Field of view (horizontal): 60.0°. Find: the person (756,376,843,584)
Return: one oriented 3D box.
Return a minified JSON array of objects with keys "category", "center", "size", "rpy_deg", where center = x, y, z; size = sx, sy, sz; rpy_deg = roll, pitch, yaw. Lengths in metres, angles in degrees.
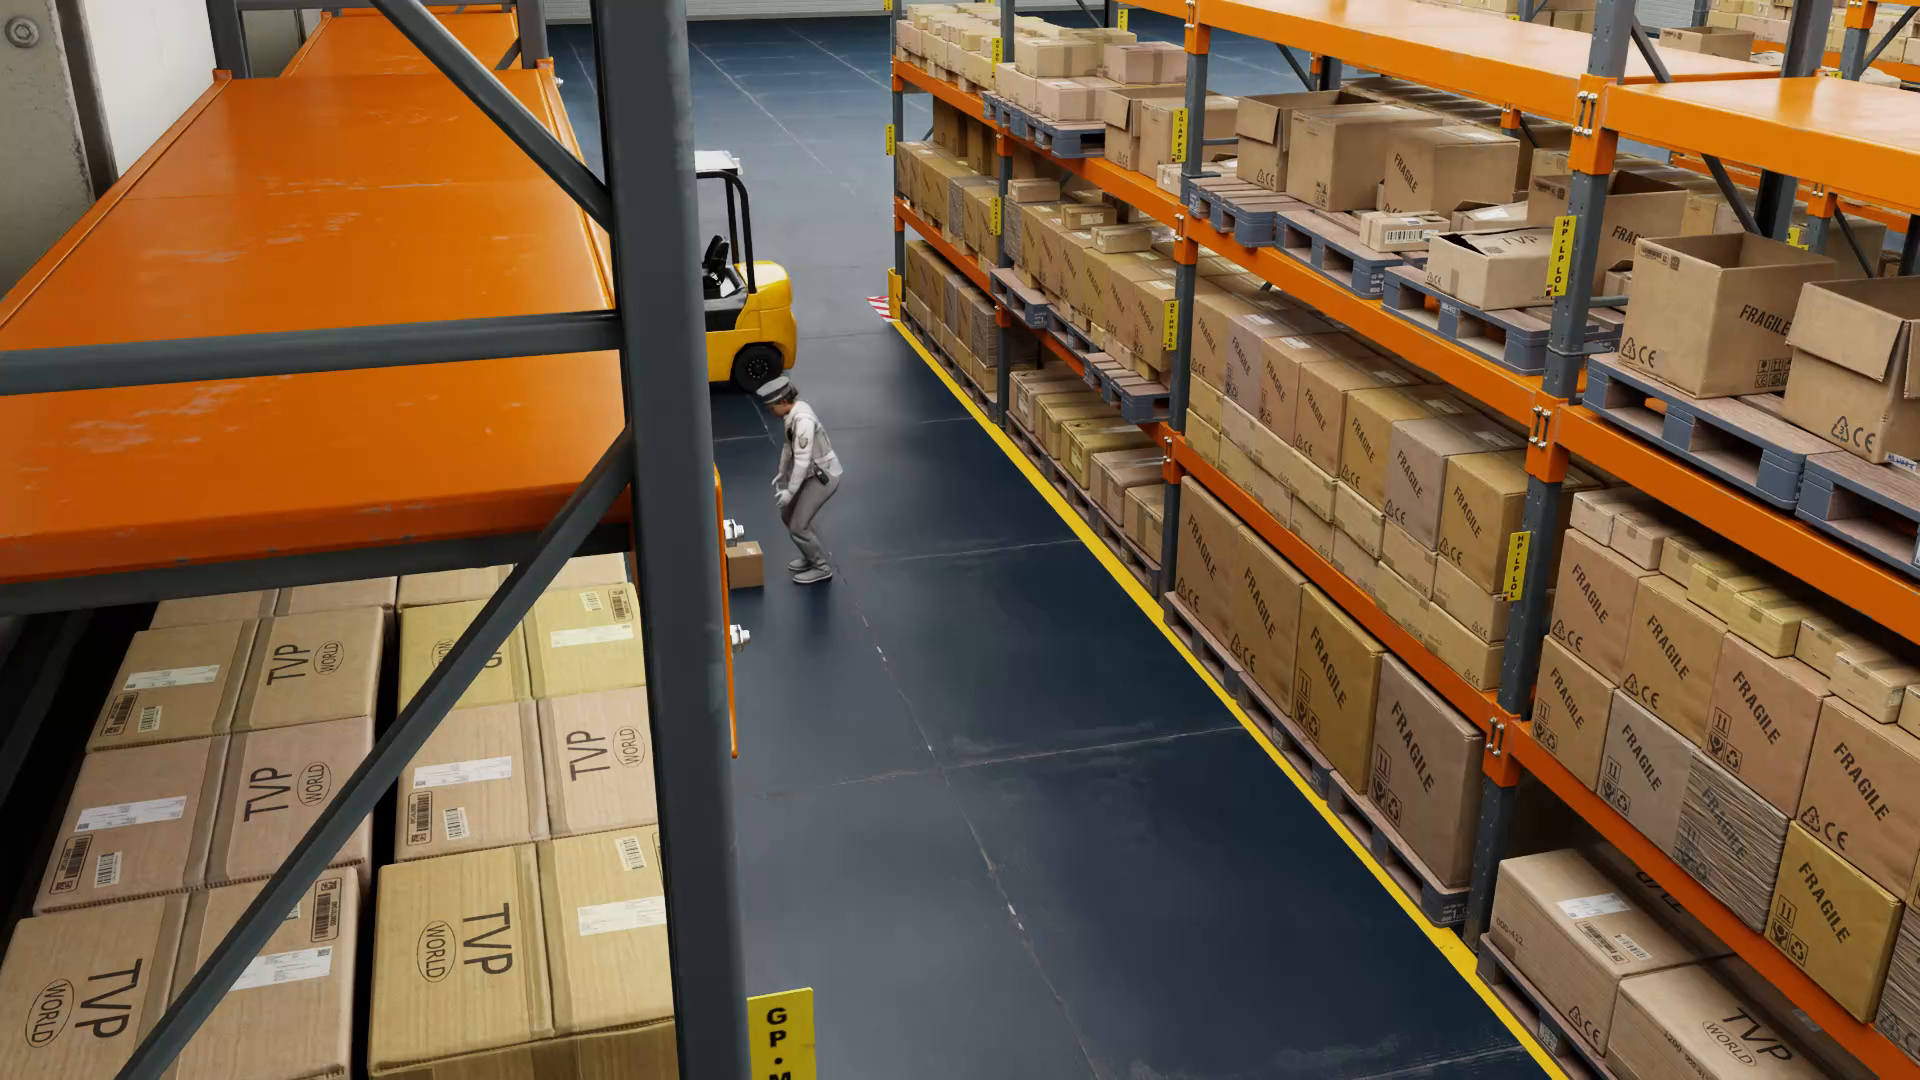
[{"category":"person","center":[-1.129,-0.432,11.852],"size":[0.591,1.522,0.527],"rpy_deg":[-6,24,-14]}]
